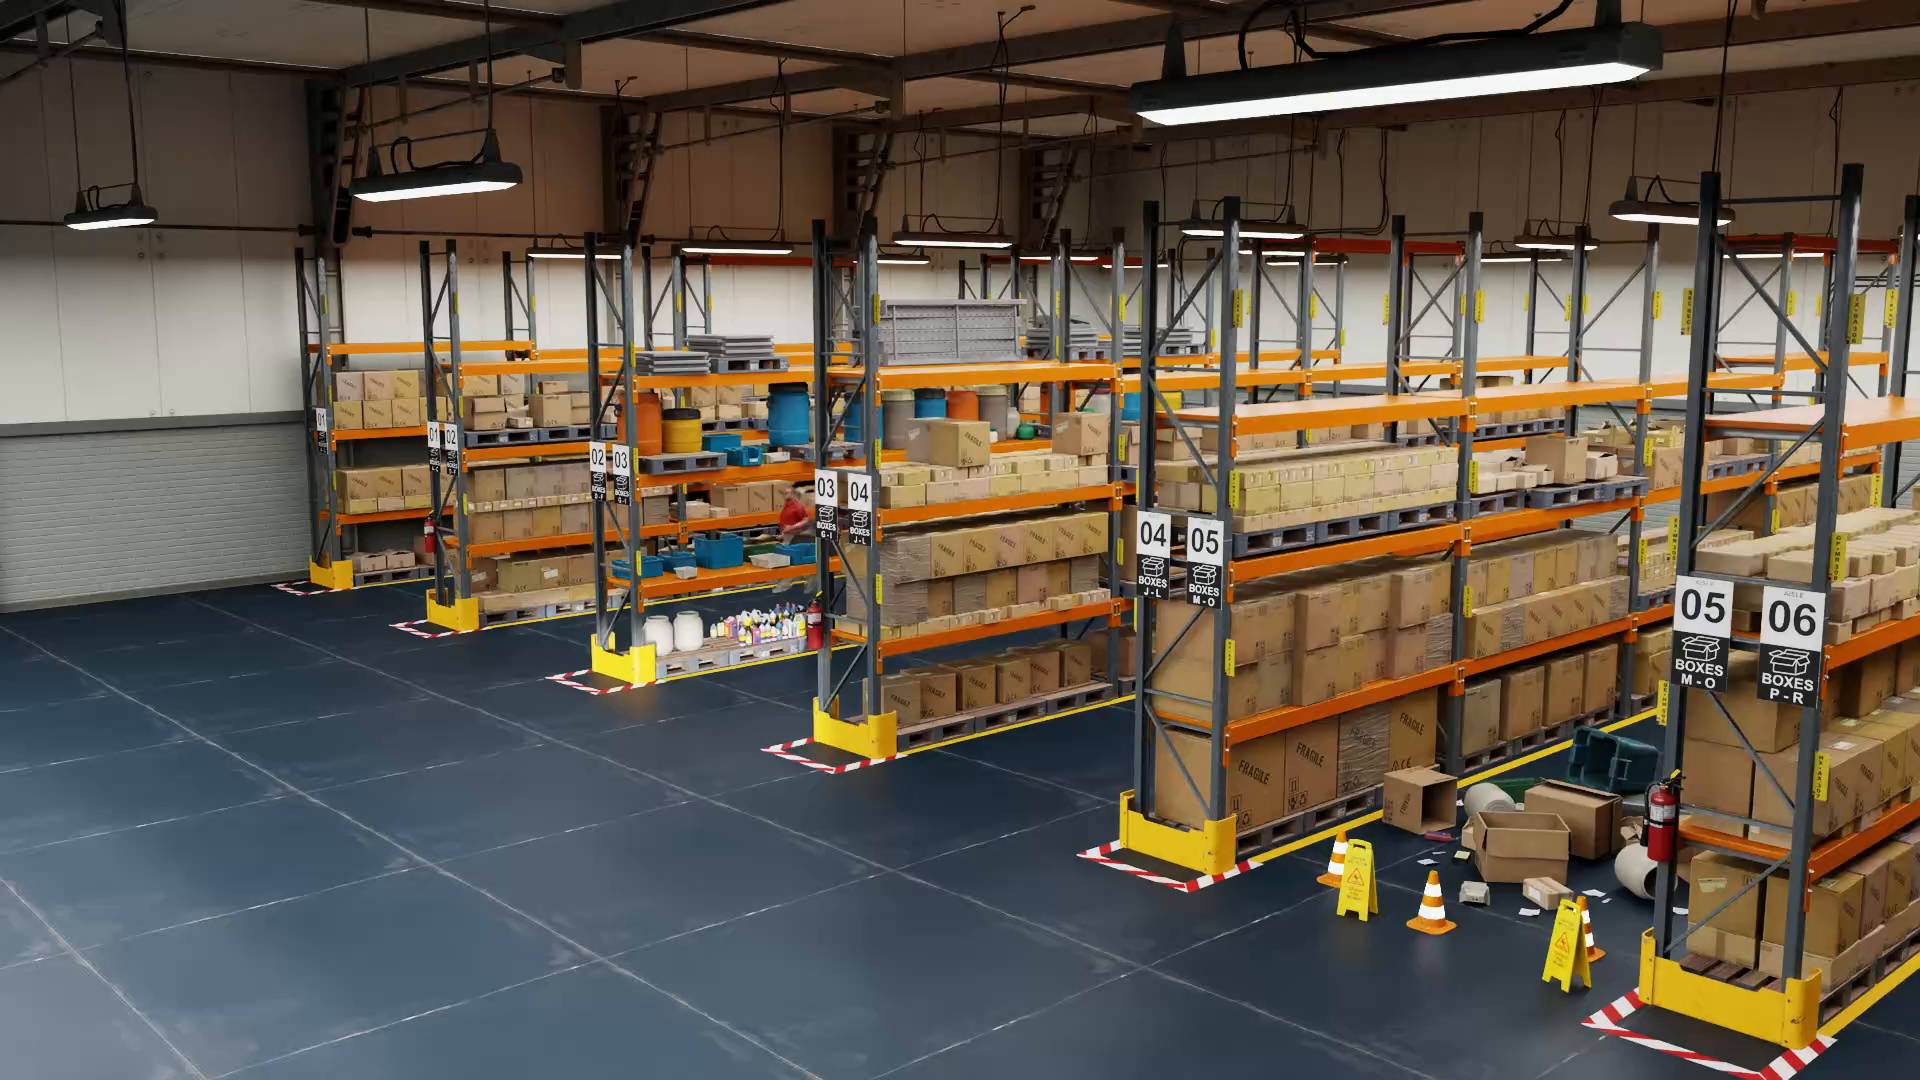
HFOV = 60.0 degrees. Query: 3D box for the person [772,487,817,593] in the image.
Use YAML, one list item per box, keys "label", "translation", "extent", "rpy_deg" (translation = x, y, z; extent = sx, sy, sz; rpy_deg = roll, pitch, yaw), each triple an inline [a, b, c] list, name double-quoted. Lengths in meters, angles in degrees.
- label: "person"
  translation: [-2.720, 0.018, 27.344]
  extent: [0.848, 1.794, 0.653]
  rpy_deg: [-8, 11, -42]
